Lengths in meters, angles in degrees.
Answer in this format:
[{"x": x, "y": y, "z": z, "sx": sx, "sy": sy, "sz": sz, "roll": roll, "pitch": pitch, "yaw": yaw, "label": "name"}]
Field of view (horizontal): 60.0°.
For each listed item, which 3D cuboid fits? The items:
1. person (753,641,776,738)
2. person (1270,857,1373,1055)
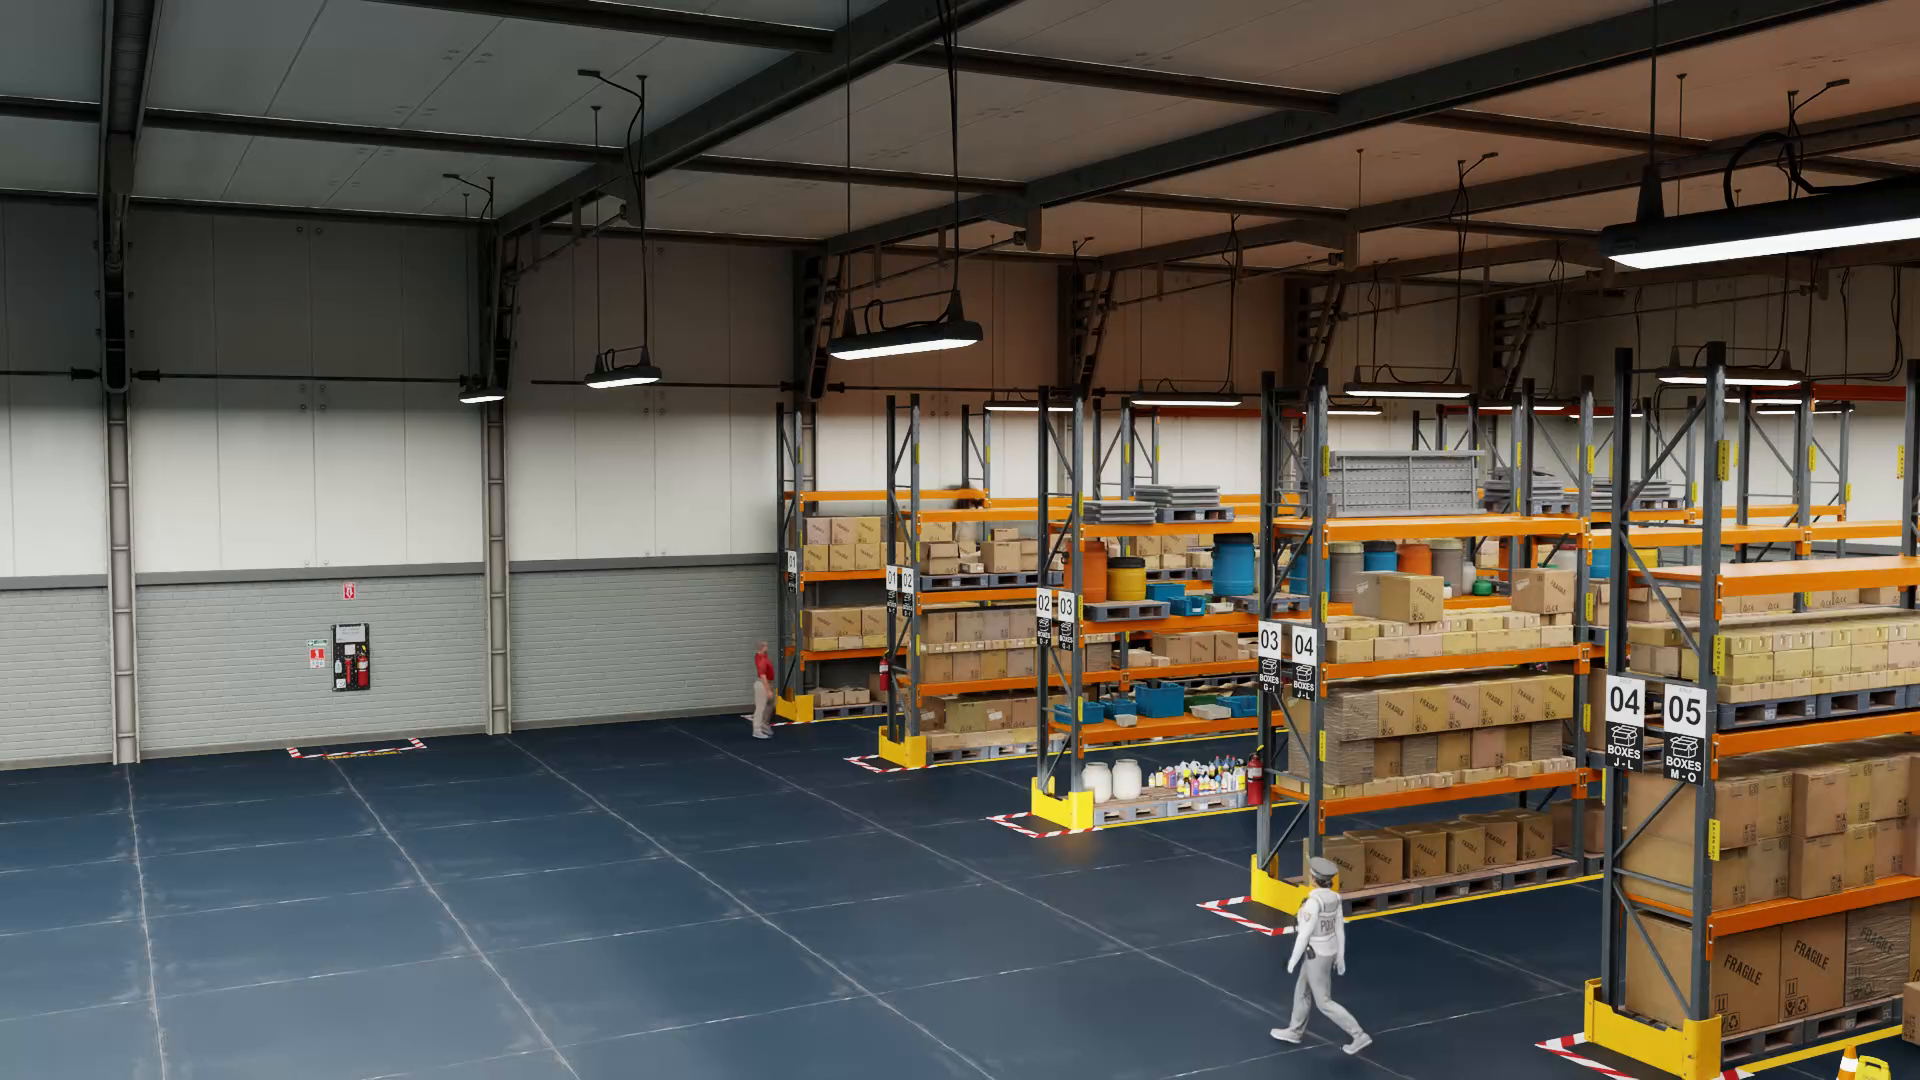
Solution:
[{"x": -3.468, "y": 2.660, "z": 29.573, "sx": 0.401, "sy": 1.771, "sz": 0.667, "roll": 0, "pitch": 3, "yaw": 2, "label": "person"}, {"x": 3.065, "y": 3.528, "z": 14.125, "sx": 0.956, "sy": 1.645, "sz": 0.443, "roll": 2, "pitch": 4, "yaw": 30, "label": "person"}]
